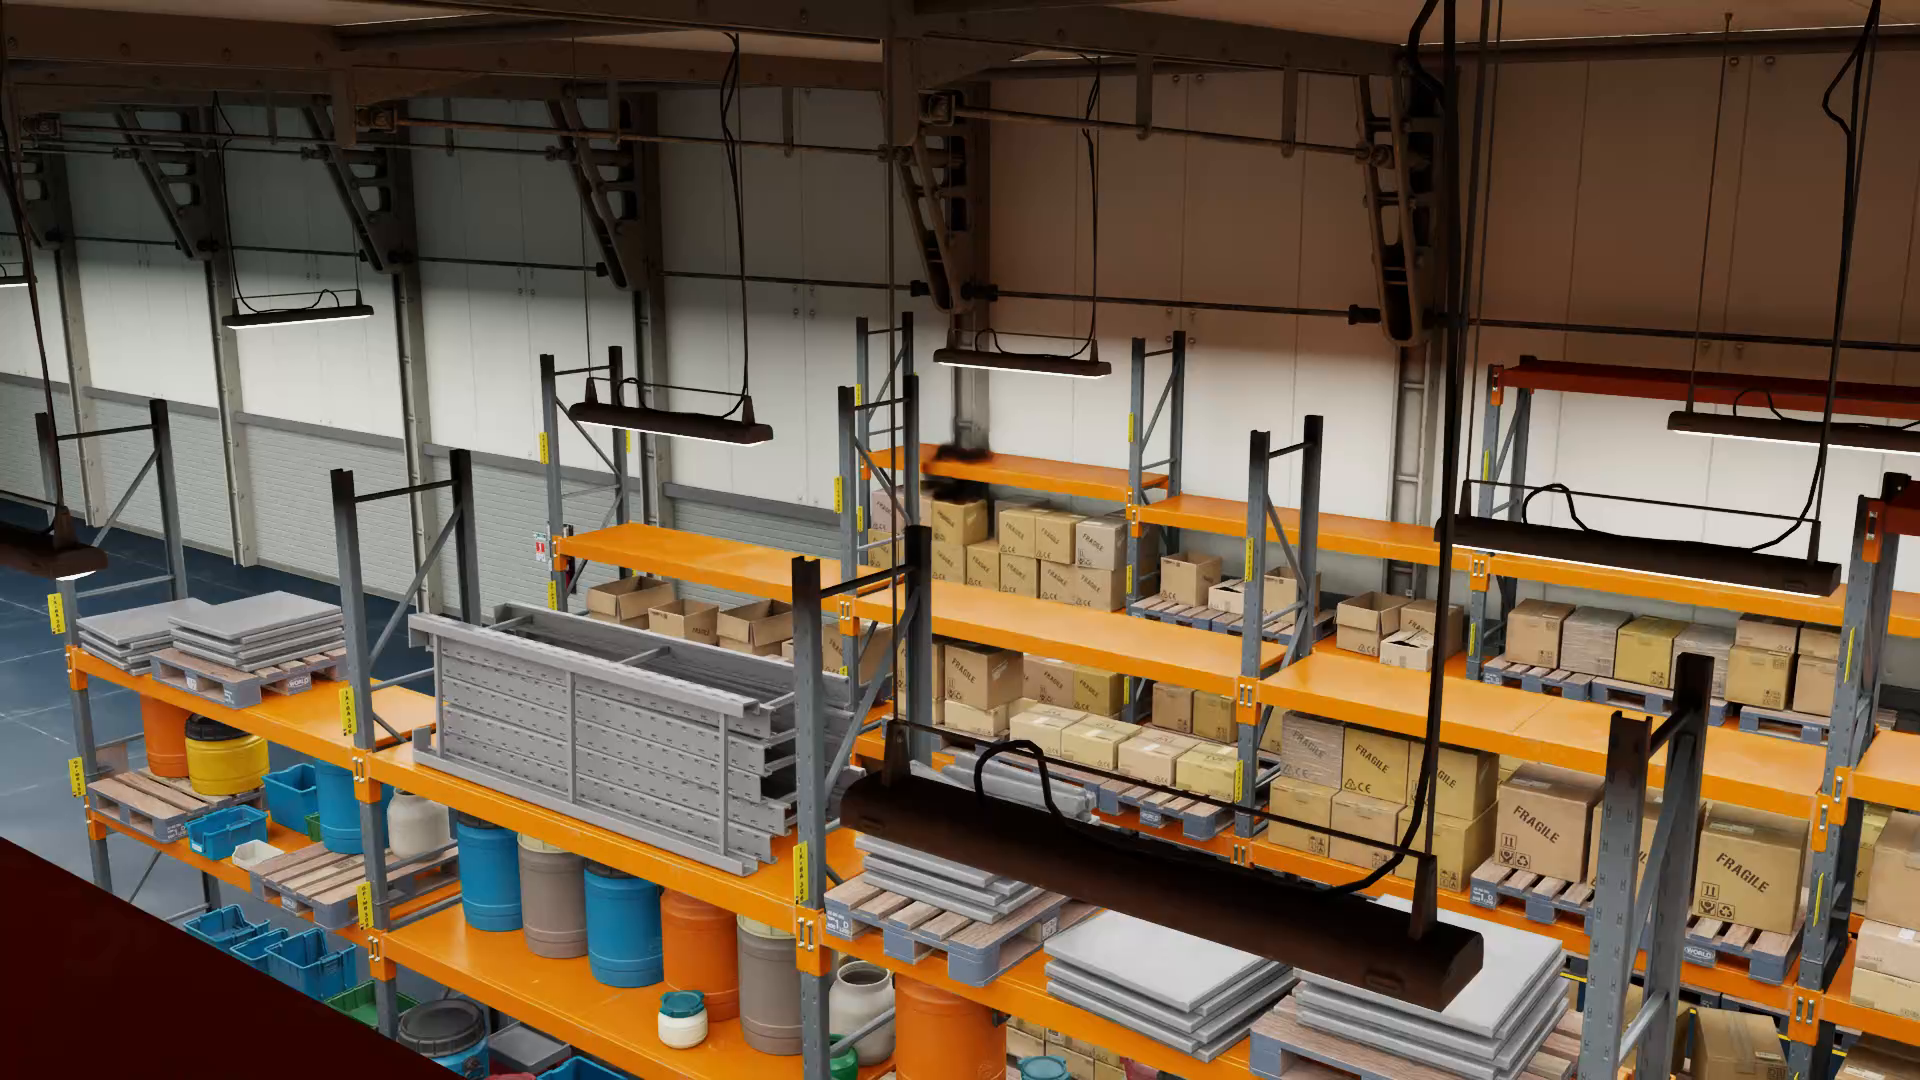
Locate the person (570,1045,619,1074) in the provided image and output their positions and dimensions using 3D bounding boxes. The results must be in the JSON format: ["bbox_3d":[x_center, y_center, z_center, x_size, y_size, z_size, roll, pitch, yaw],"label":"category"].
[{"bbox_3d":[-3.225,4.050,14.091,0.569,1.678,0.652,5,14,22],"label":"person"}]
